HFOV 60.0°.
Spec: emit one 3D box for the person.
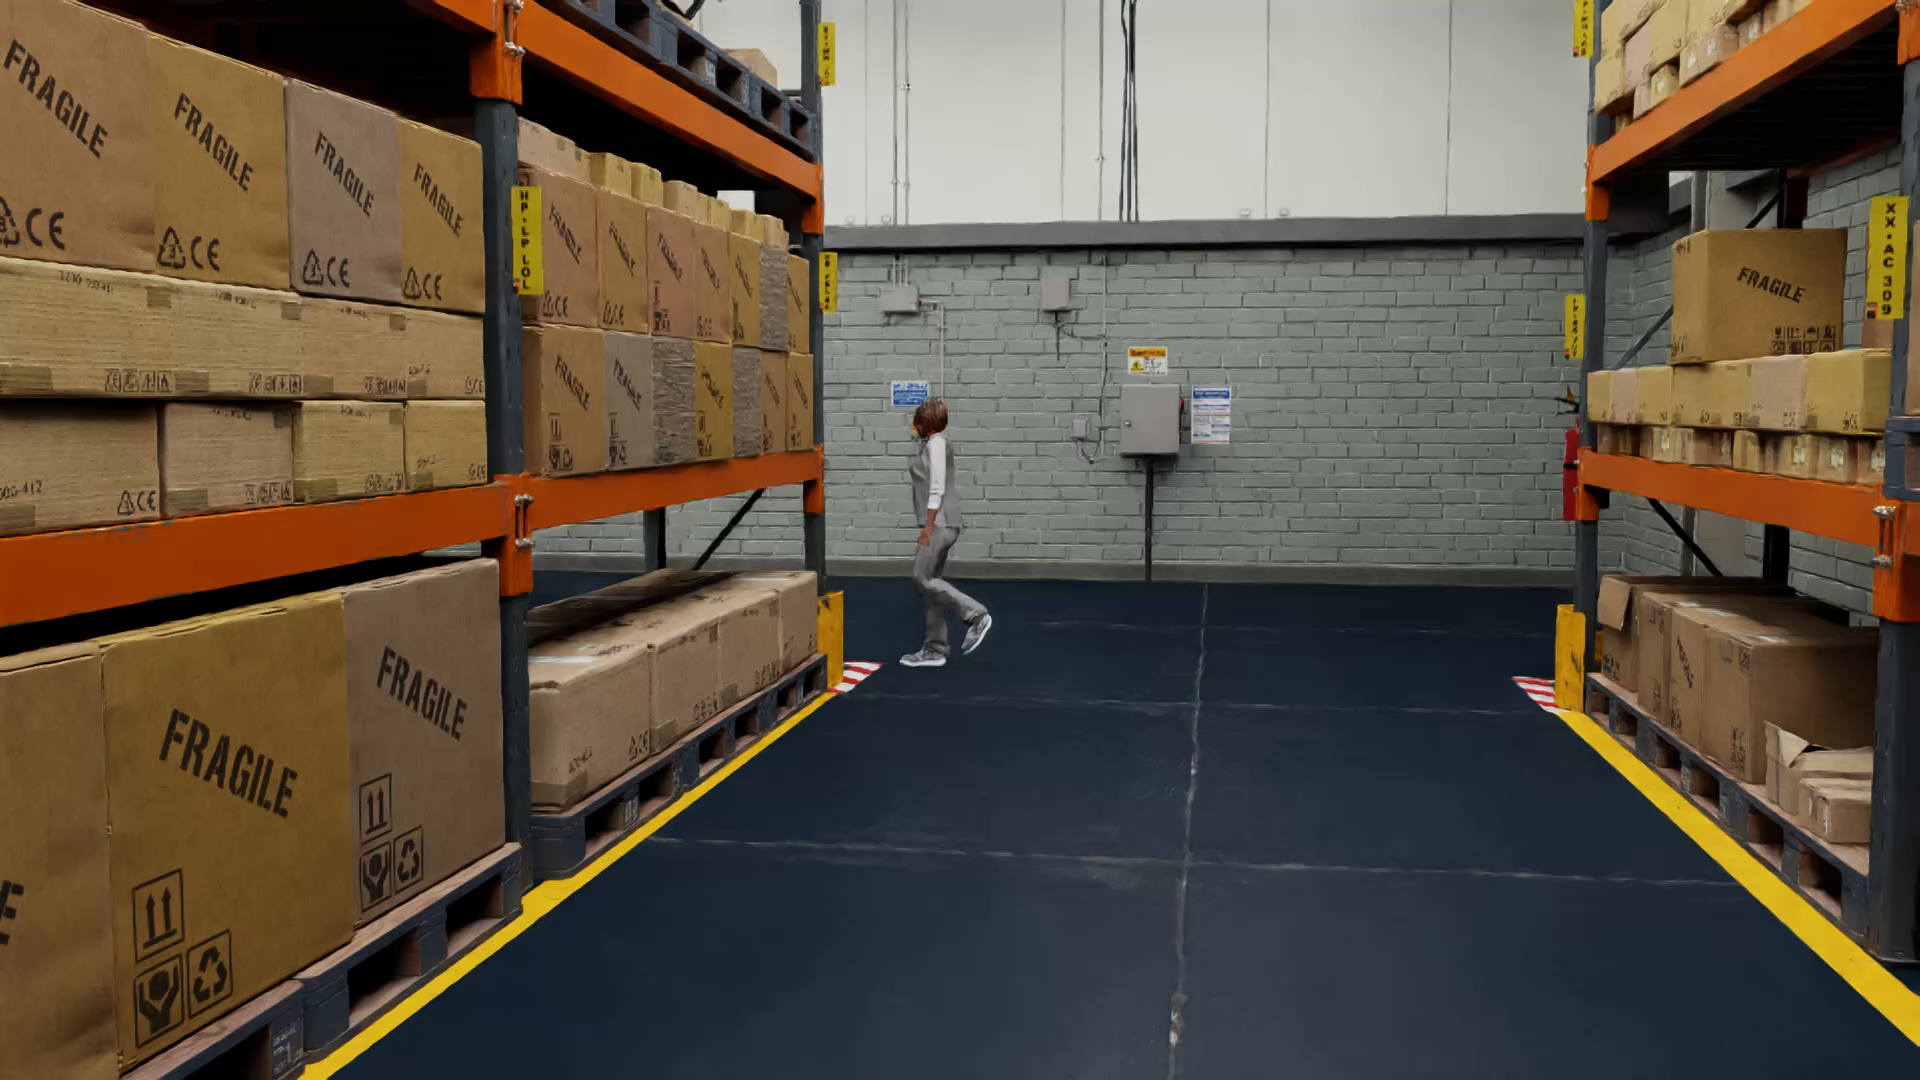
[{"bbox_3d":[-0.088,-0.051,9.846,0.544,1.572,0.463,0,5,-3],"label":"person"}]
